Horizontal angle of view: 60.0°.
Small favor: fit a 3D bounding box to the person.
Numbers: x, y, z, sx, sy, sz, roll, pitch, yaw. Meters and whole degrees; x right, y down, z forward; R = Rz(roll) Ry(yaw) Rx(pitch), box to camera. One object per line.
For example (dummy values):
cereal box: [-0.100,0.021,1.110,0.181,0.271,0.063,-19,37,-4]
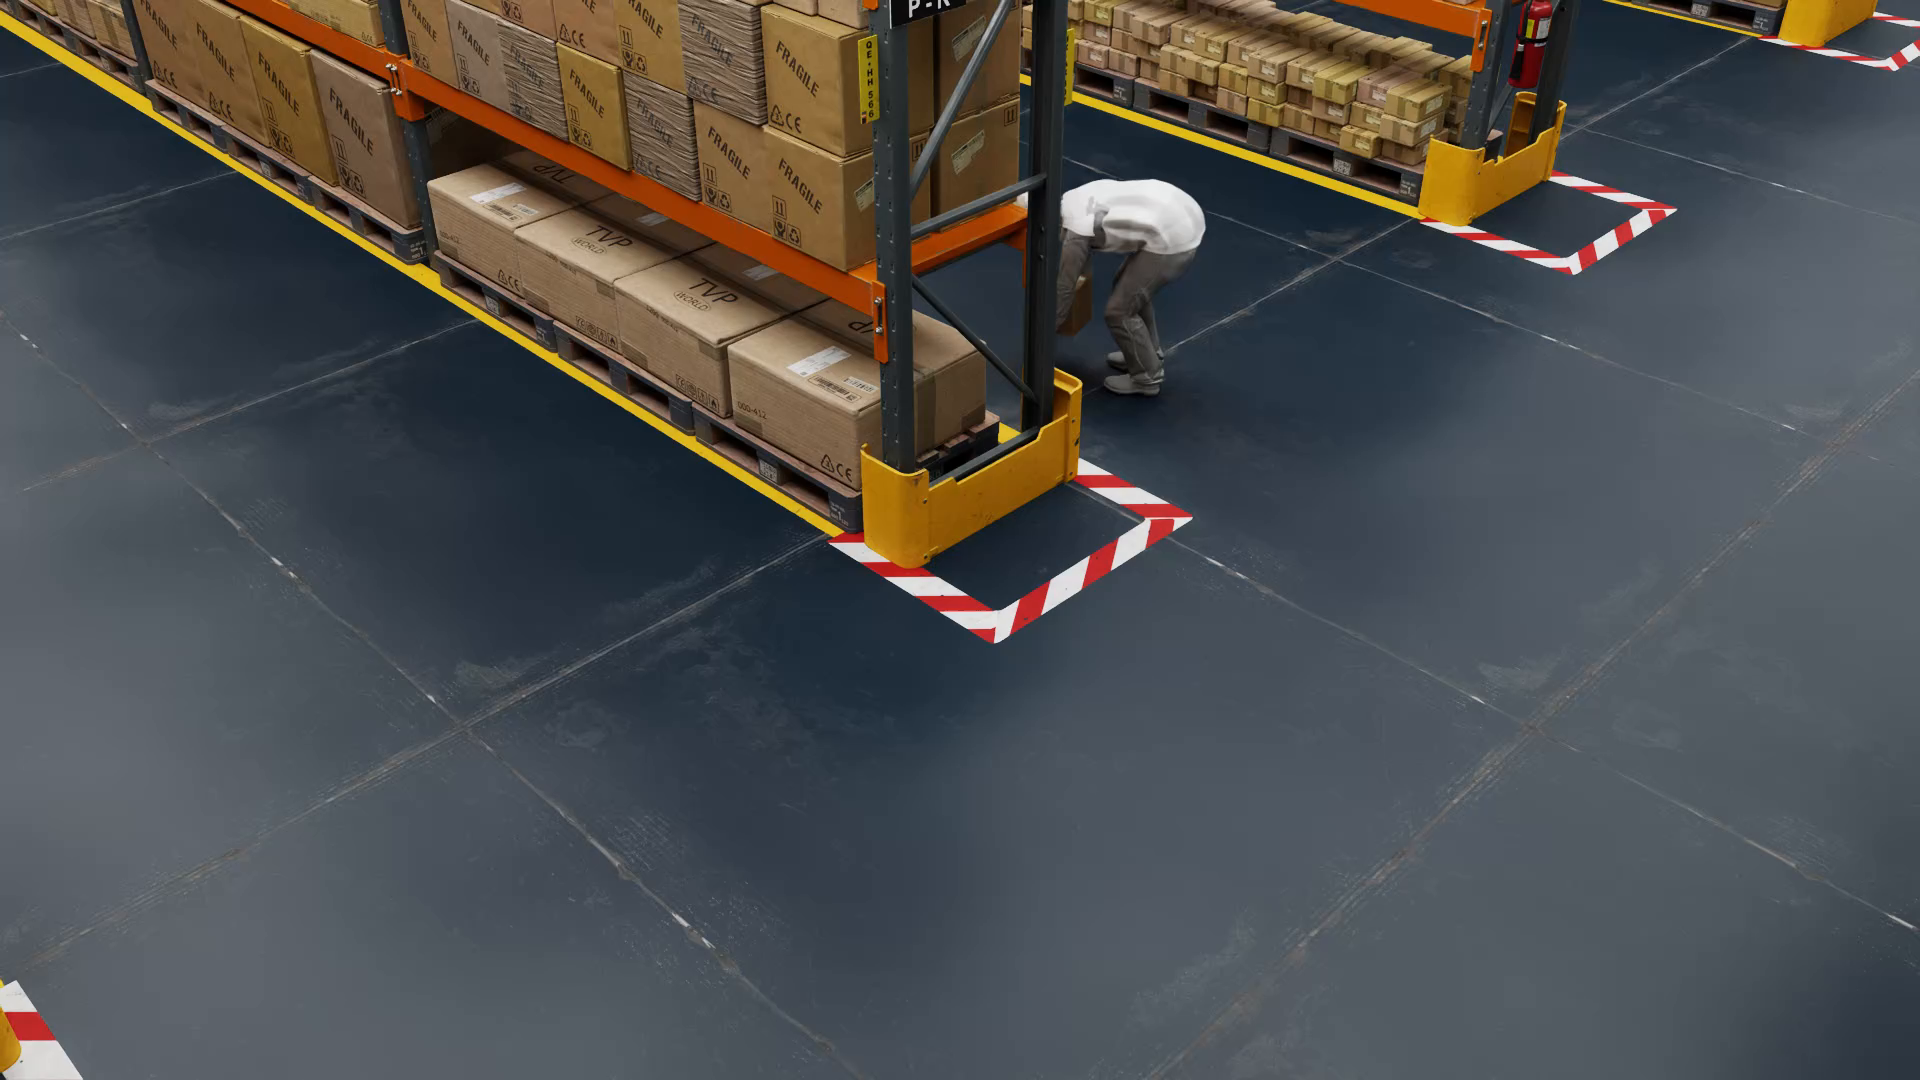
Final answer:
person: [0.724,-1.345,8.611,1.001,1.100,0.467,10,36,13]
